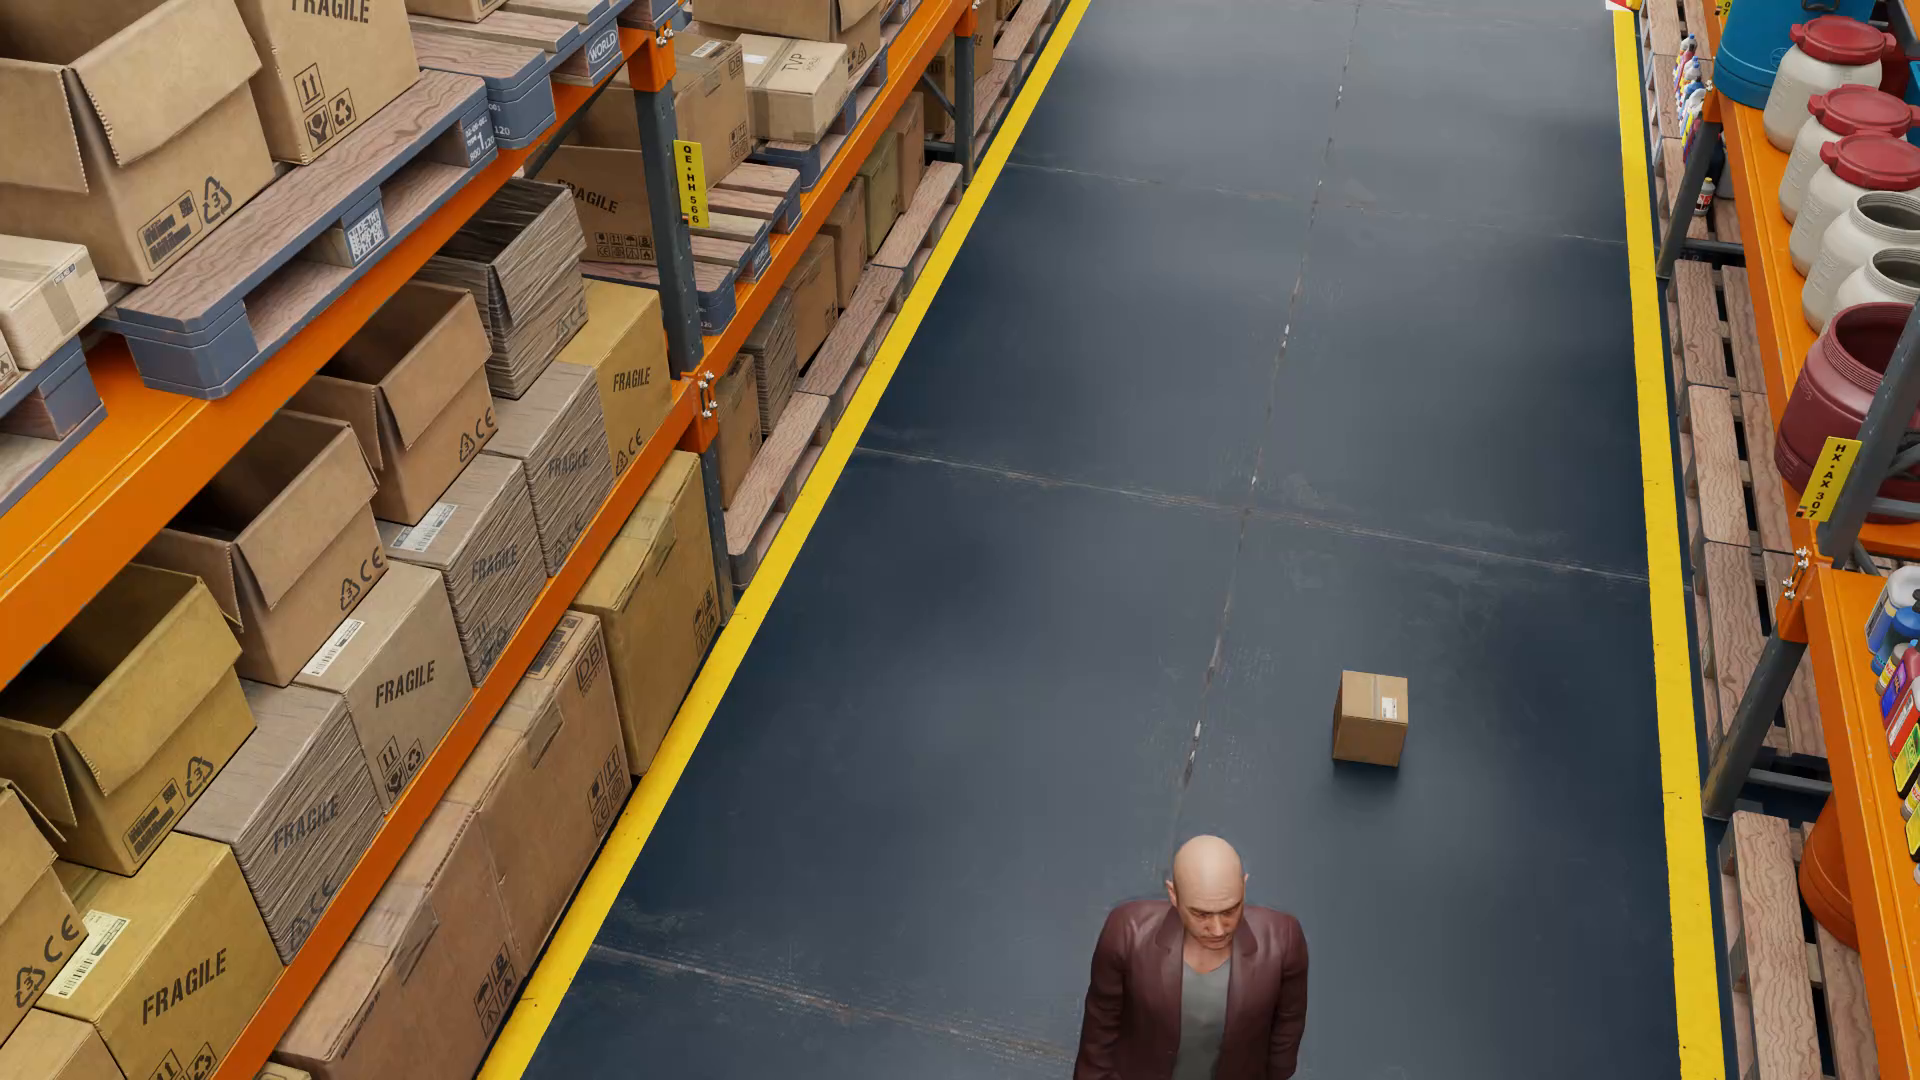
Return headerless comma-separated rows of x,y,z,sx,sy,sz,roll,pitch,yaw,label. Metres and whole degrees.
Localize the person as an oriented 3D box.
0.594,1.464,4.429,0.590,1.789,0.511,5,41,6,person
